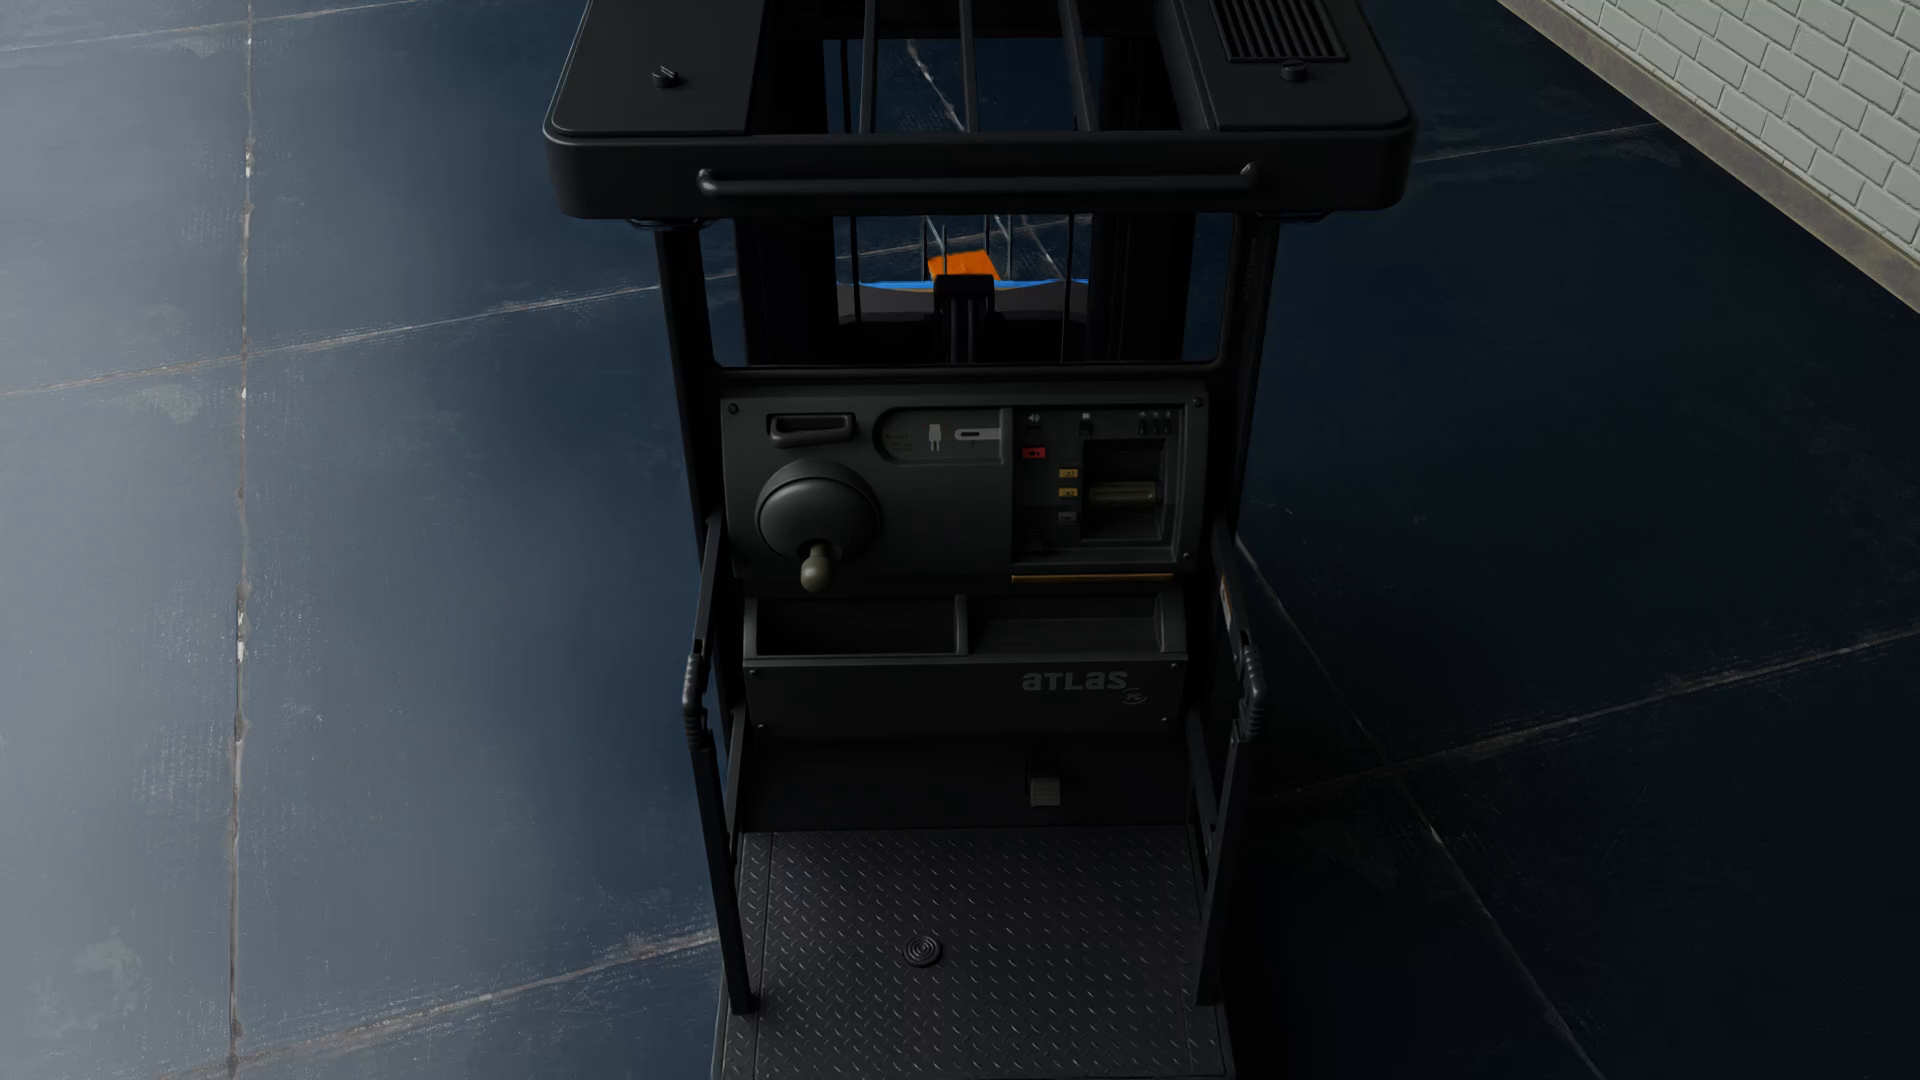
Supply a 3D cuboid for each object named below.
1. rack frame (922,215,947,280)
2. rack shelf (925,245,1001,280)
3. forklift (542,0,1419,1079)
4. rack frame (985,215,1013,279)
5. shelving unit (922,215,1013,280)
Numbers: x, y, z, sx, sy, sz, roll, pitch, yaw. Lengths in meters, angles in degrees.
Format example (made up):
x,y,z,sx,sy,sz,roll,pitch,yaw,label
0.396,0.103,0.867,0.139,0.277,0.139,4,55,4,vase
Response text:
x,y,z,sx,sy,sz,roll,pitch,yaw,label
-0.070,-0.455,4.859,0.006,1.200,0.240,-10,42,-12,rack frame
0.018,-0.709,4.670,0.180,0.103,0.258,-10,42,-12,rack shelf
0.018,-0.020,3.045,1.130,2.935,3.031,-1,41,-1,forklift
0.106,-0.487,4.896,0.006,1.200,0.240,-10,42,-12,rack frame
0.018,-0.471,4.877,0.189,1.200,0.258,-10,42,-12,shelving unit
